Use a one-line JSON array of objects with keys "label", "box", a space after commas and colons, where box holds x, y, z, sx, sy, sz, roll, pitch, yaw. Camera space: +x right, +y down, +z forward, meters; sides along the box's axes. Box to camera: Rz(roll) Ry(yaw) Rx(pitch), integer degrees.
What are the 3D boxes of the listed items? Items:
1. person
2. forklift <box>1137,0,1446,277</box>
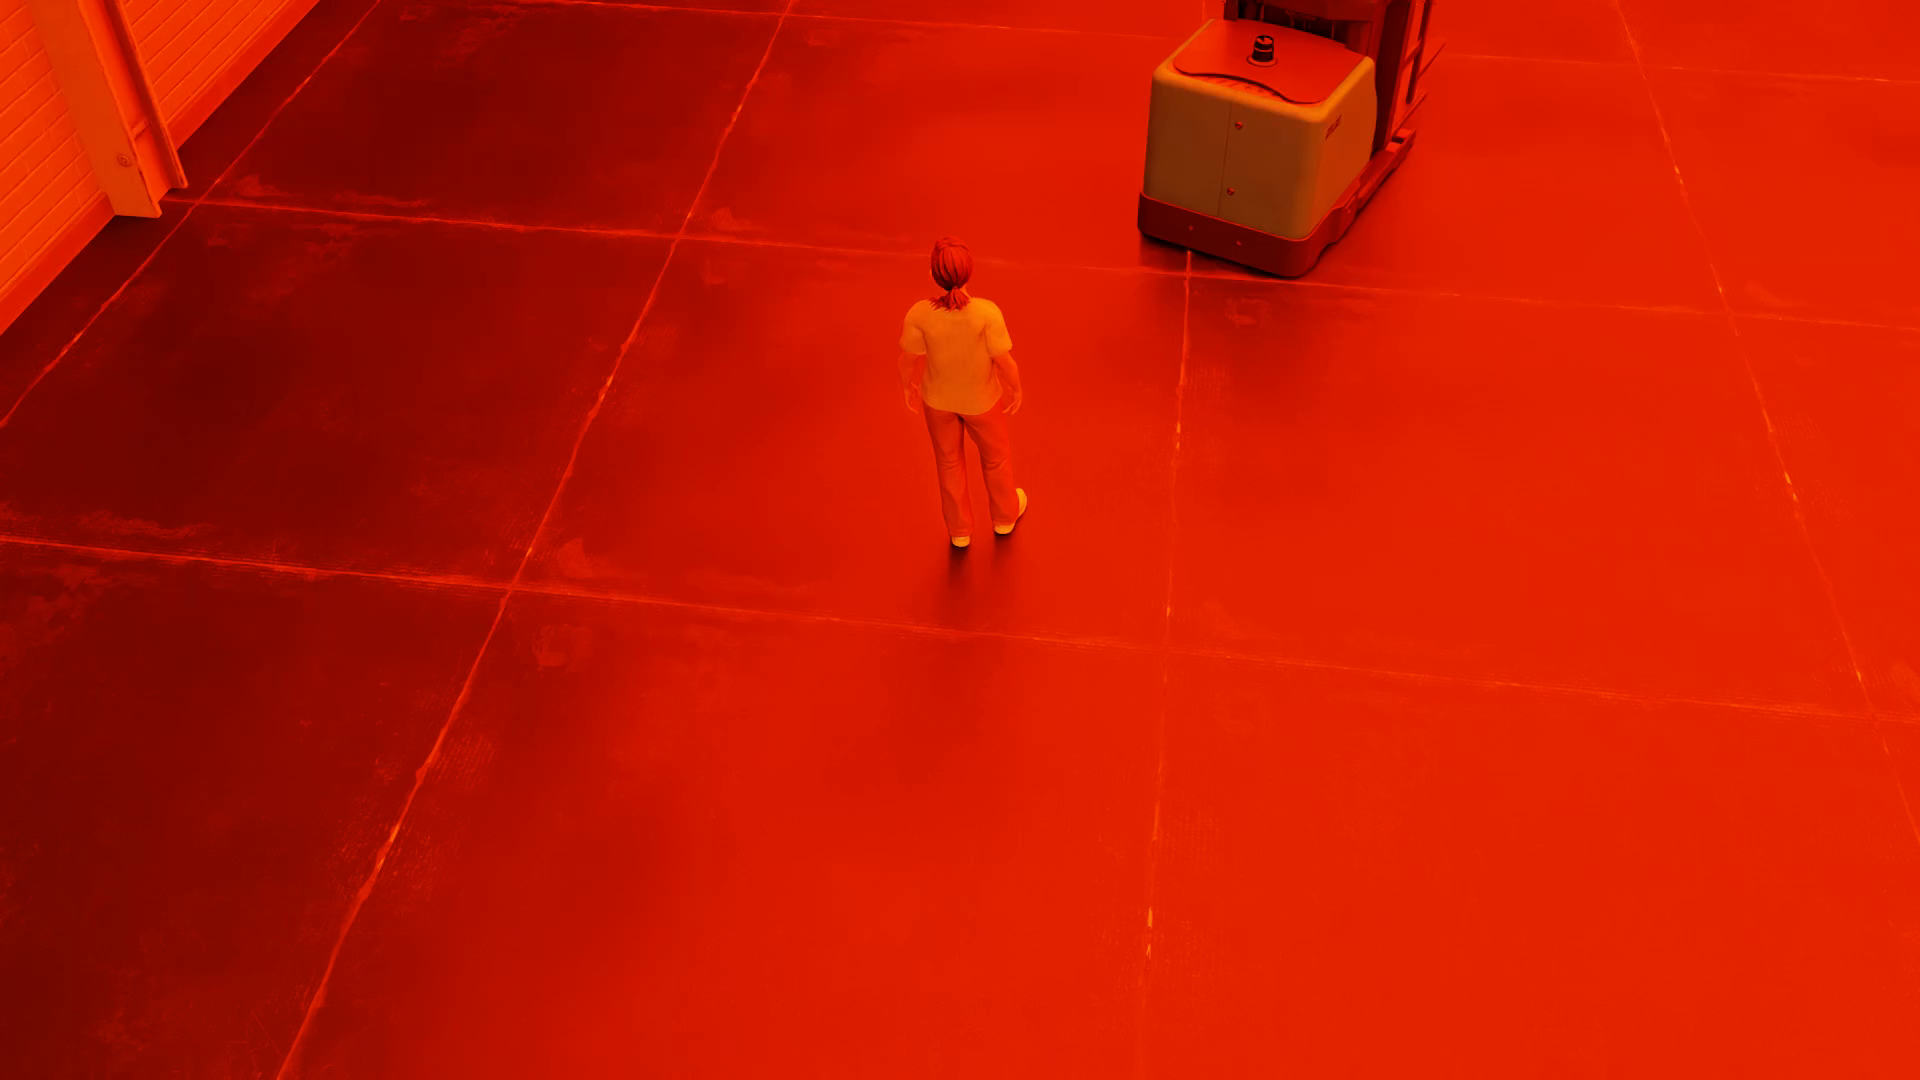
[{"label": "person", "box": [0.022, -0.671, 7.372, 0.553, 1.673, 0.548, 5, 43, 6]}, {"label": "forklift", "box": [2.228, -3.548, 9.587, 1.130, 2.935, 3.031, 22, 47, 22]}]
